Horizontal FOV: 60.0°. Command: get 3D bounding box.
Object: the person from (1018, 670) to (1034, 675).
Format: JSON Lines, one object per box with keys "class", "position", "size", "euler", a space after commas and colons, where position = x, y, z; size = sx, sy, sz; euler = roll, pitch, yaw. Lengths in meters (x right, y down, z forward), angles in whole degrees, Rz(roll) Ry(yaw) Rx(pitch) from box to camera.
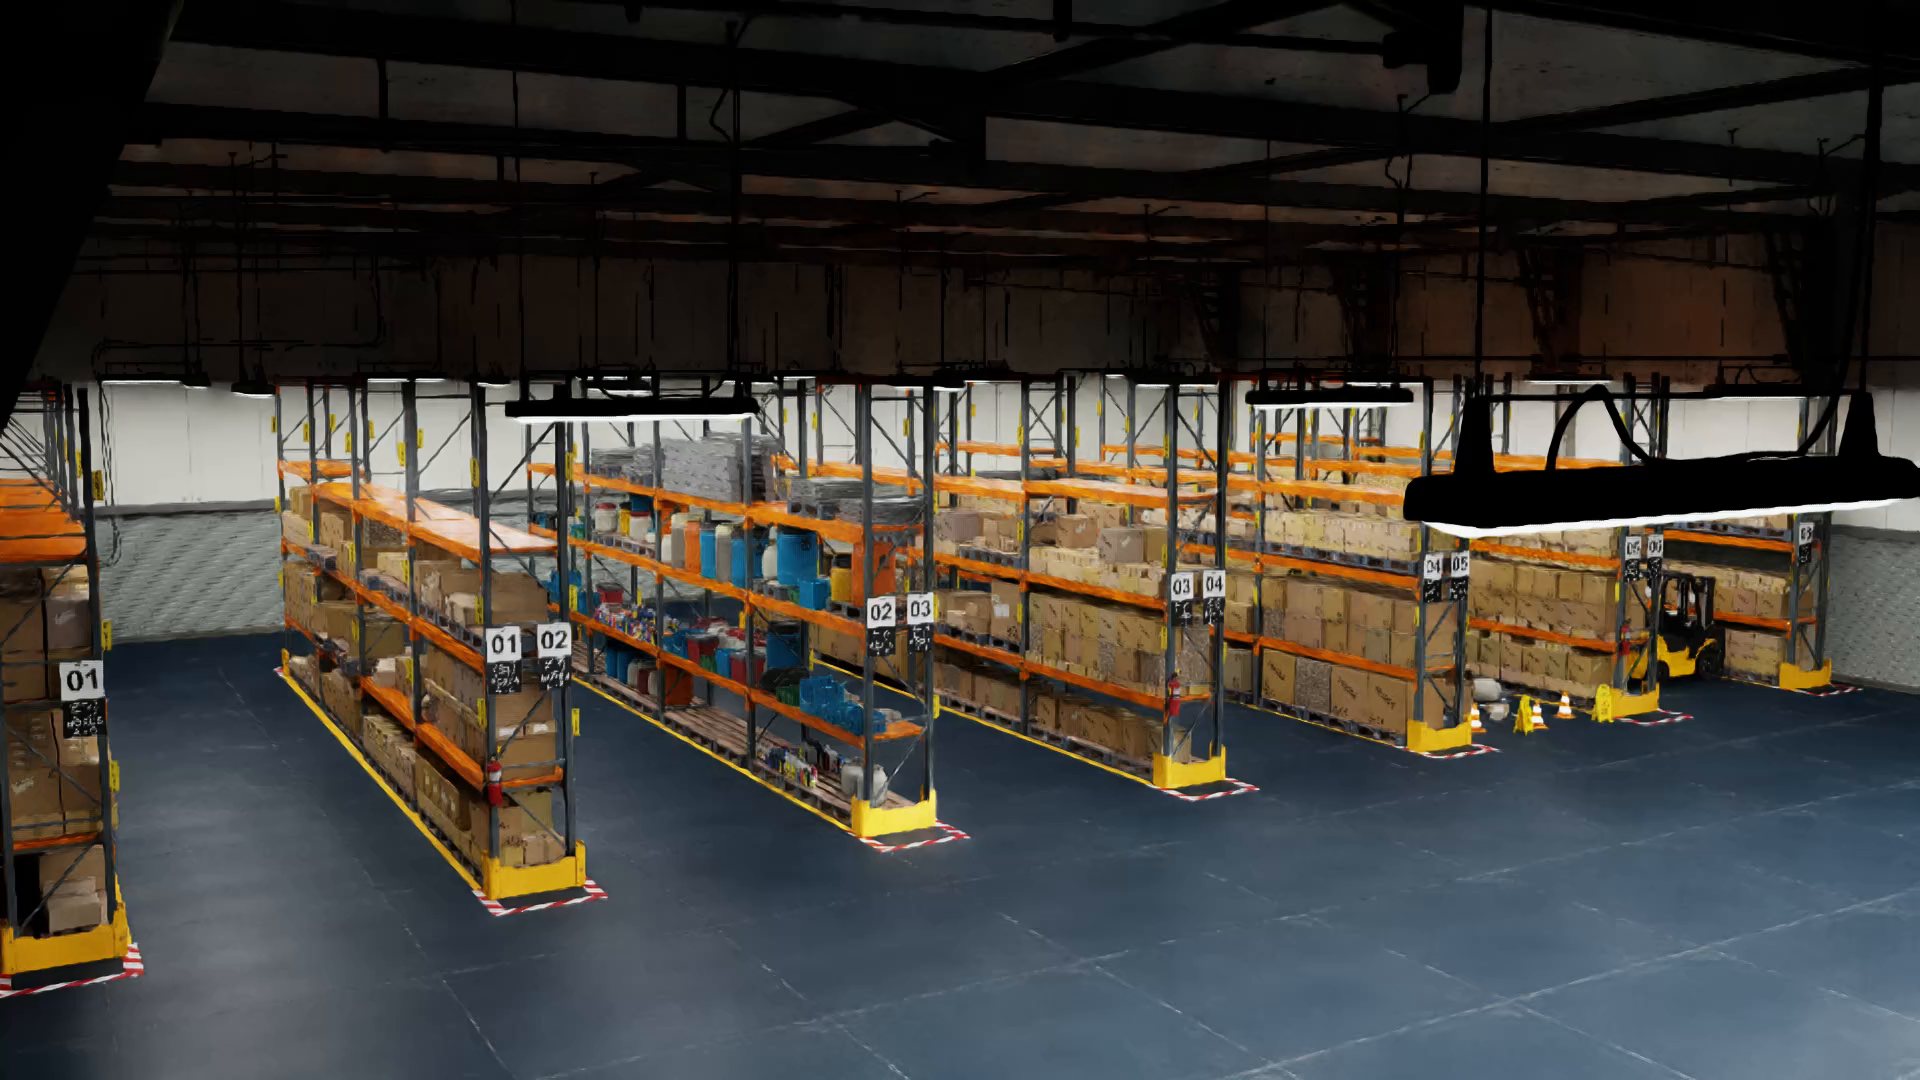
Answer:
{"class": "person", "position": [1.224, 1.986, 31.600], "size": [0.563, 1.786, 0.439], "euler": [4, 8, 34]}
